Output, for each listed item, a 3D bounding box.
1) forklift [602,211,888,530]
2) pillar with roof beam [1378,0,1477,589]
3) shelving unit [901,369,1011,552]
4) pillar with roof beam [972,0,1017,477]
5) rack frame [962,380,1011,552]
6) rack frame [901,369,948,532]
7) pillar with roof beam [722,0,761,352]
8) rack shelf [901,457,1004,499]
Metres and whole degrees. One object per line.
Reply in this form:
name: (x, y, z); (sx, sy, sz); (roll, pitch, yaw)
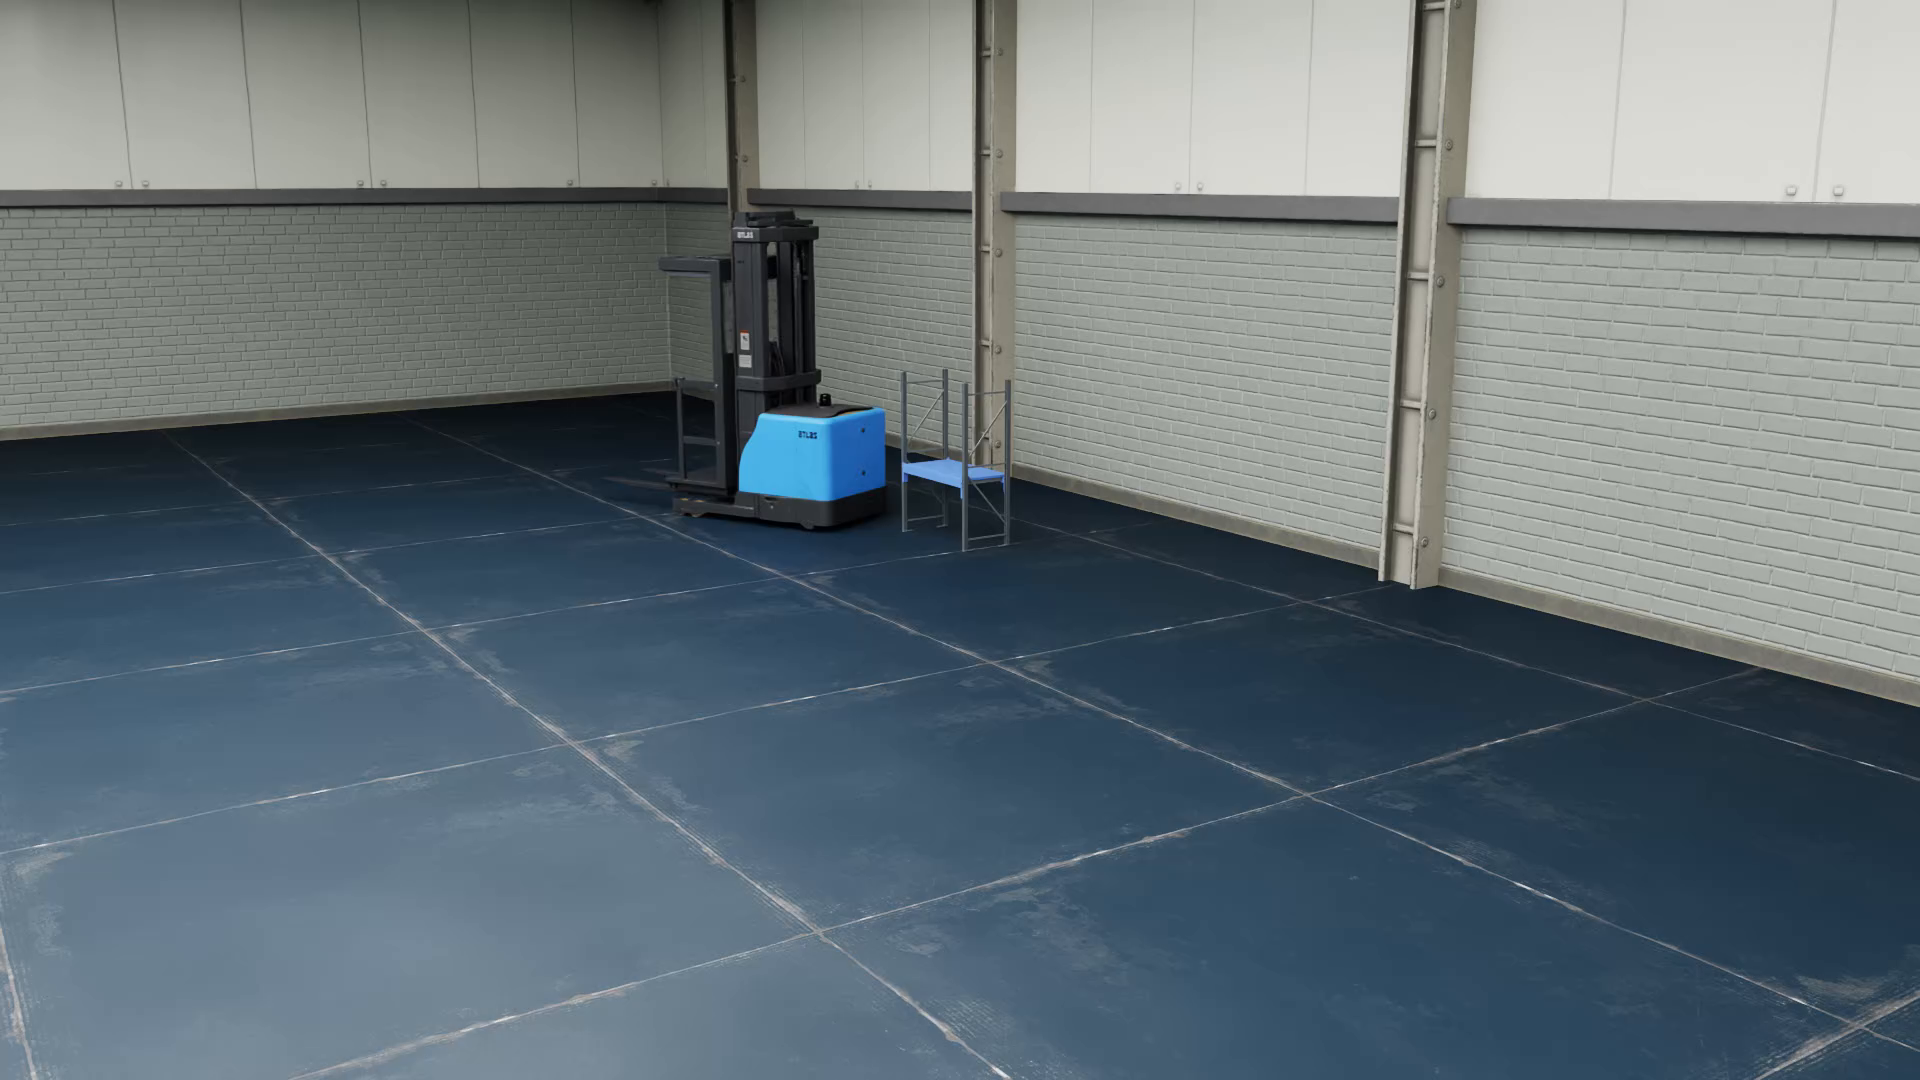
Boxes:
forklift: (-2.231, -1.743, 16.358); (3.031, 2.935, 1.130); (8, 14, 31)
pillar with roof beam: (0.105, -3.540, 10.374); (9.100, 9.000, 0.400); (-8, 15, -33)
shelving unit: (-0.047, -0.748, 15.159); (0.538, 1.500, 1.048); (-8, 15, -33)
pillar with roof beam: (-3.219, -4.607, 15.254); (9.100, 9.000, 0.400); (-8, 15, -33)
rack frame: (0.234, -0.657, 14.746); (0.500, 1.500, 0.032); (-8, 15, -33)
rack frame: (-0.329, -0.838, 15.573); (0.500, 1.500, 0.032); (-8, 15, -33)
pillar with roof beam: (-6.543, -5.674, 20.133); (9.100, 9.000, 0.400); (-8, 15, -33)
rack shelf: (-0.047, -0.572, 15.198); (0.538, 0.185, 1.000); (-8, 15, -33)
